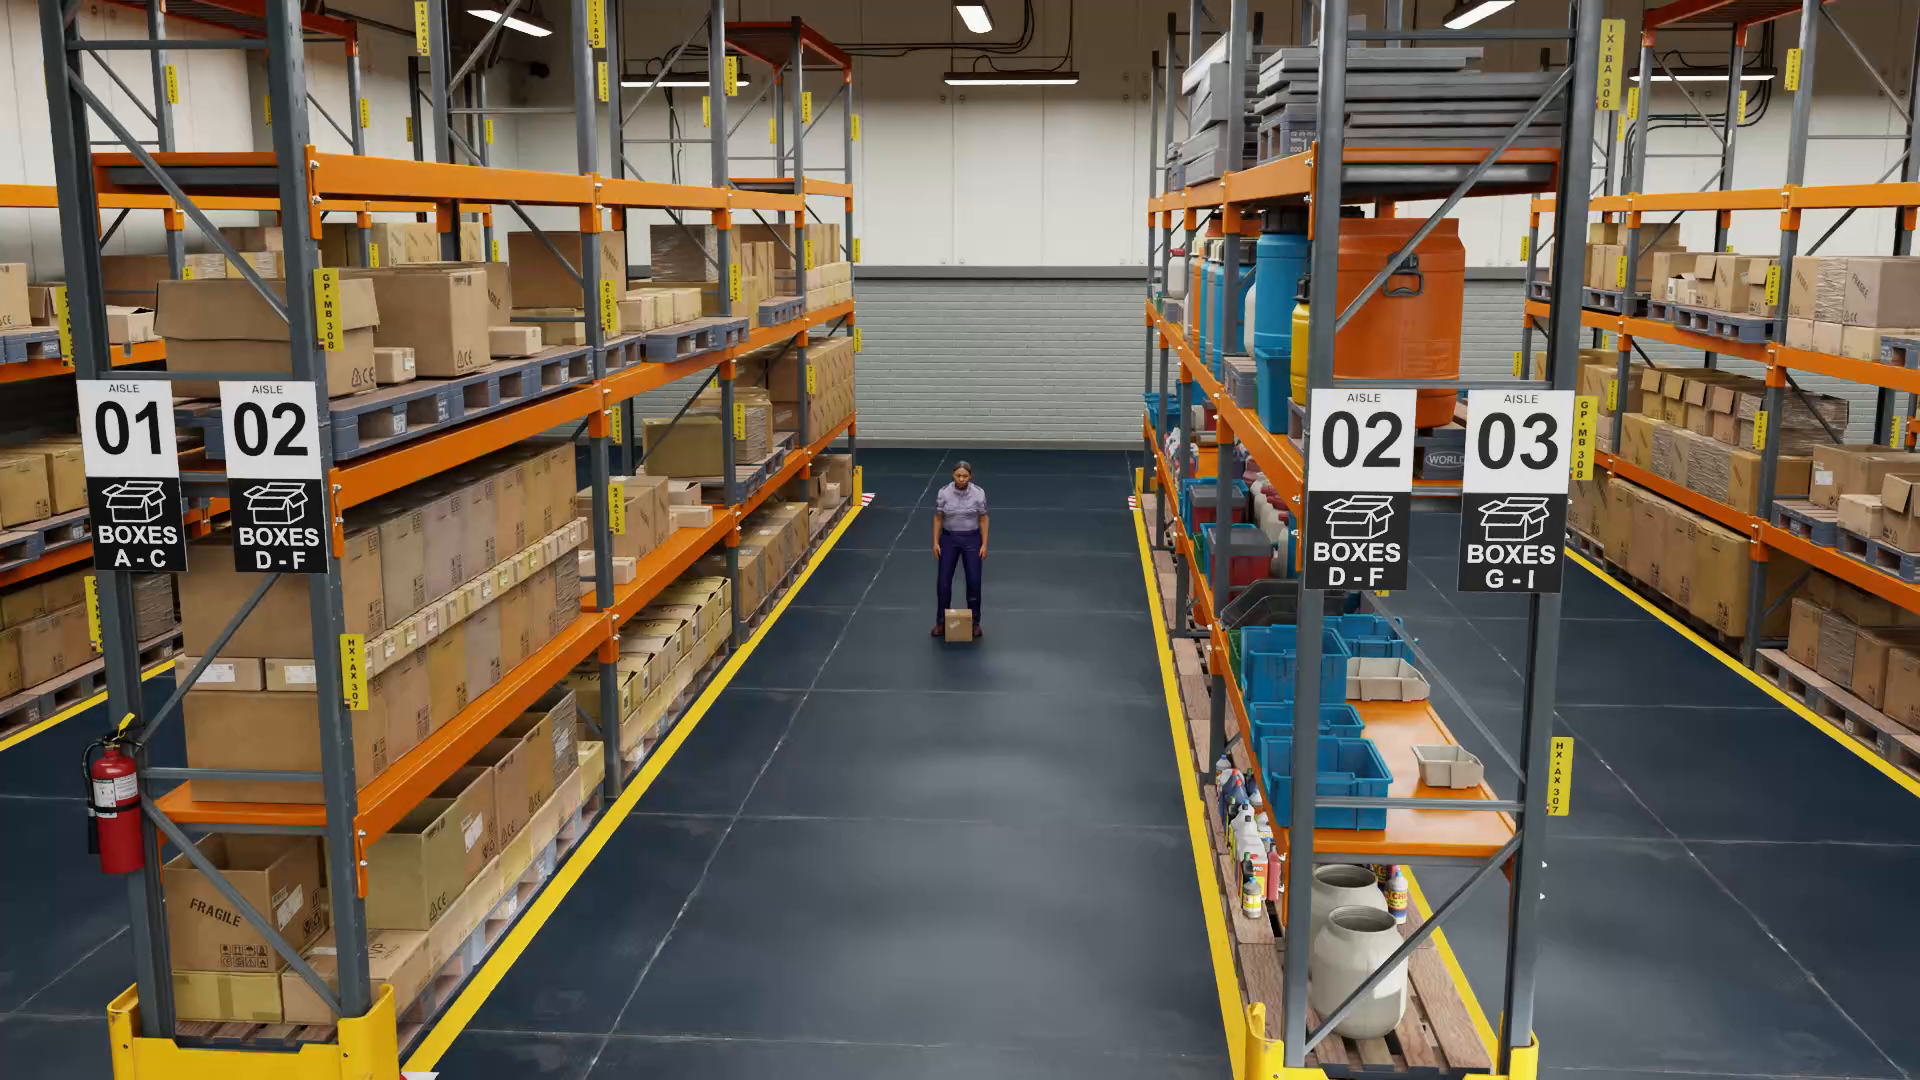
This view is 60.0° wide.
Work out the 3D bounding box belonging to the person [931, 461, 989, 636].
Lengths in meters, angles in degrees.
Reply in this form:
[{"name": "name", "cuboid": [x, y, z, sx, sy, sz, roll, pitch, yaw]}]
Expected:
[{"name": "person", "cuboid": [-0.002, 0.065, 15.613, 0.537, 1.651, 0.357, 1, 11, 3]}]
